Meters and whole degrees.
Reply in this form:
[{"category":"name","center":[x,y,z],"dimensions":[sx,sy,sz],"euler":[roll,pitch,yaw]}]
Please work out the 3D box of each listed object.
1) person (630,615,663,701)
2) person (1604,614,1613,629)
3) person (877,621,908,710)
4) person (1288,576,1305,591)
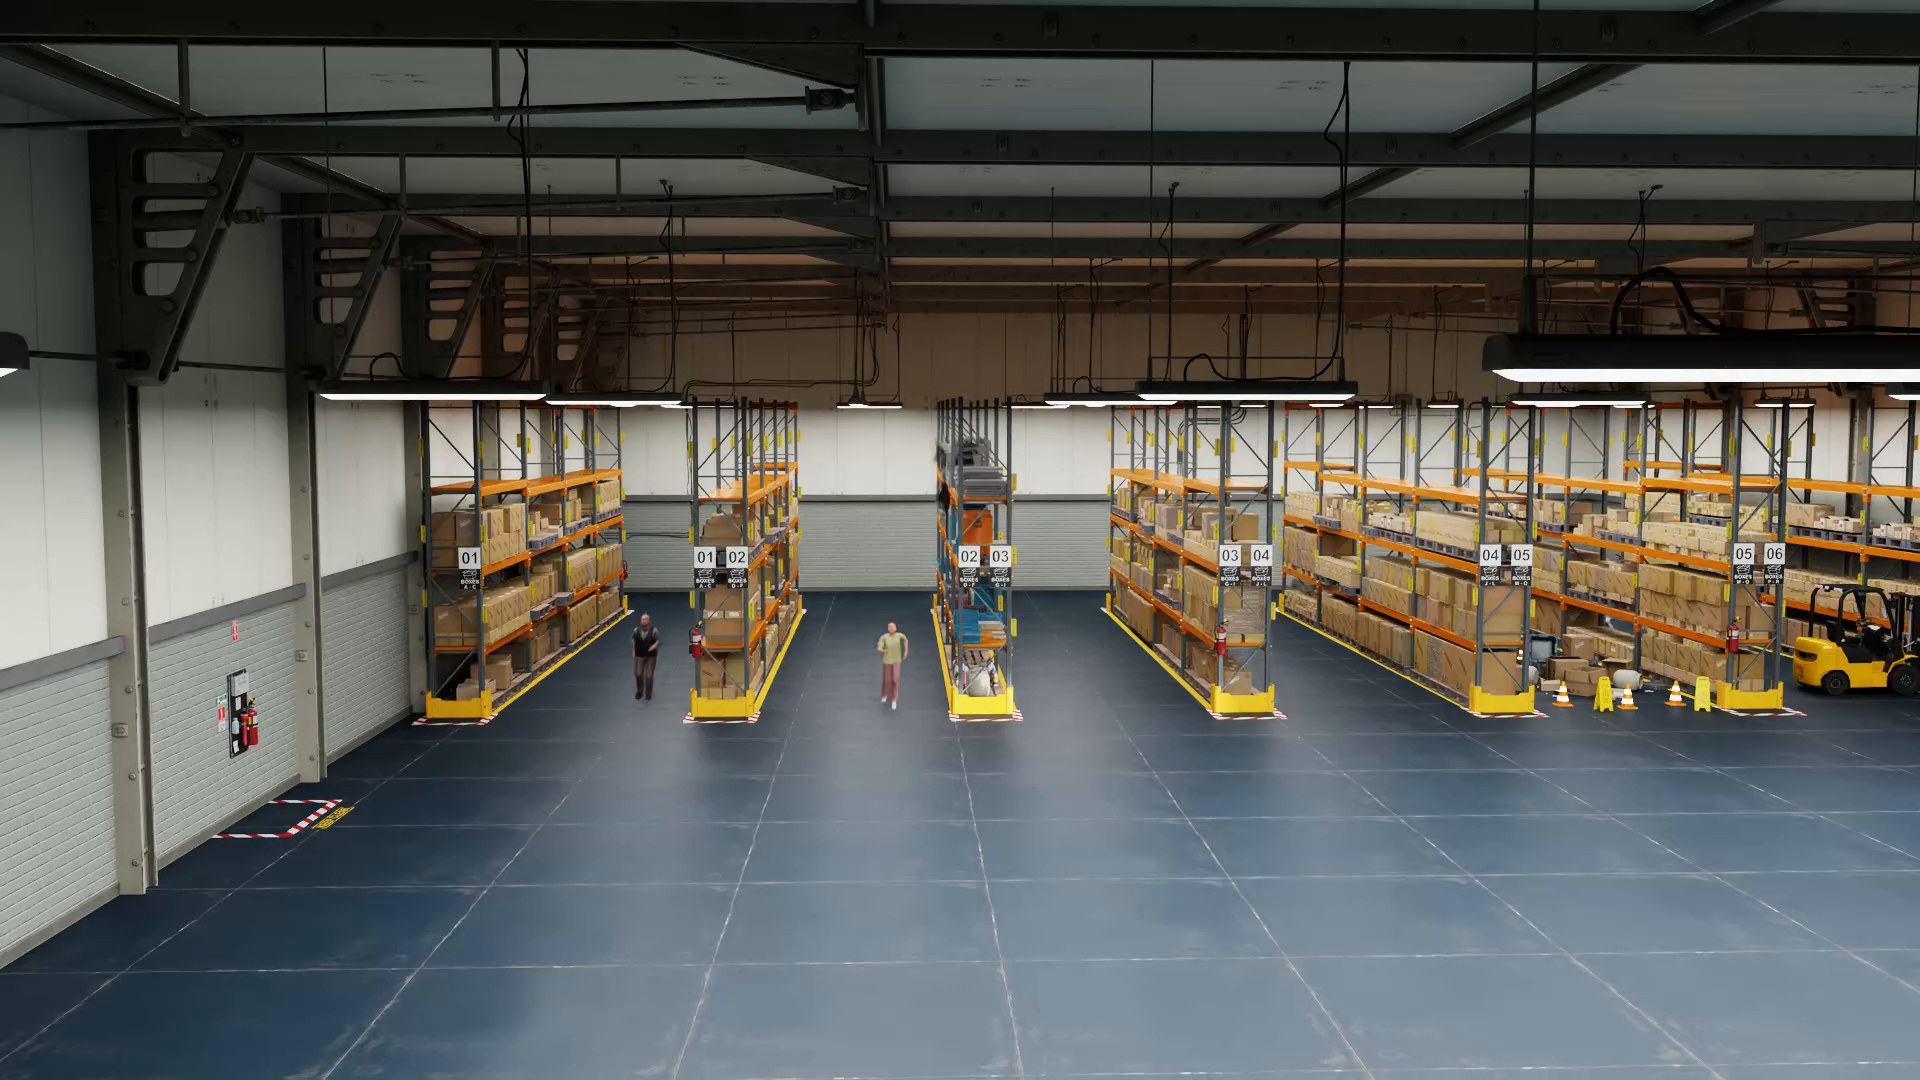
[{"category":"person","center":[-6.208,2.331,32.871],"dimensions":[0.661,1.708,0.677],"euler":[0,4,-4]},{"category":"person","center":[16.407,1.533,42.268],"dimensions":[0.658,1.785,0.983],"euler":[-1,4,-10]},{"category":"person","center":[-1.312,2.400,32.274],"dimensions":[0.595,1.707,0.839],"euler":[0,4,-3]},{"category":"person","center":[10.015,1.120,49.001],"dimensions":[0.721,1.674,0.656],"euler":[1,5,18]}]
